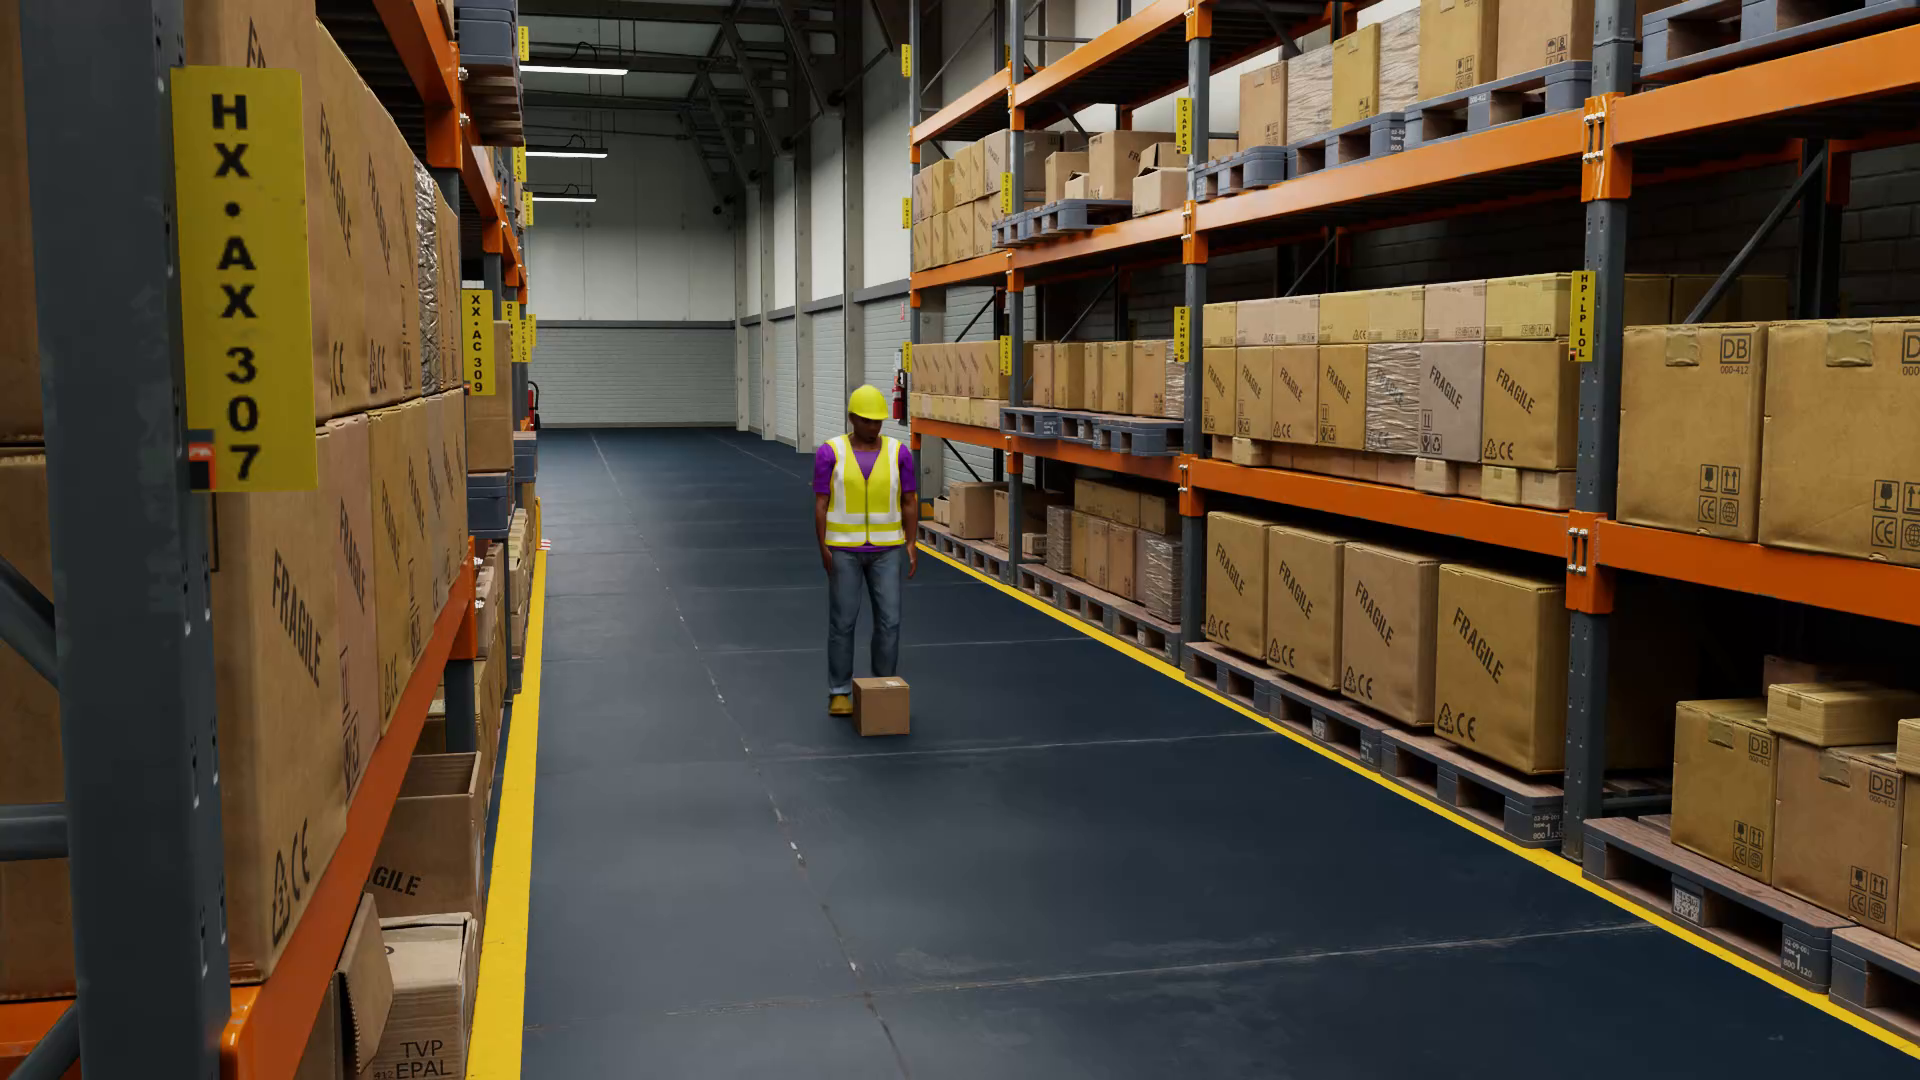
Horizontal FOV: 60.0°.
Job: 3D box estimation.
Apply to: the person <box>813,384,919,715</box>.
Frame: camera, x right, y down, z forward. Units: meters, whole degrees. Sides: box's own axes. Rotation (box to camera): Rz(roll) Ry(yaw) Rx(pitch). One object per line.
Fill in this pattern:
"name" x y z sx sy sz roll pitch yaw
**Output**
"person" -0.498 0.049 8.912 0.568 1.758 0.368 -1 6 -13
